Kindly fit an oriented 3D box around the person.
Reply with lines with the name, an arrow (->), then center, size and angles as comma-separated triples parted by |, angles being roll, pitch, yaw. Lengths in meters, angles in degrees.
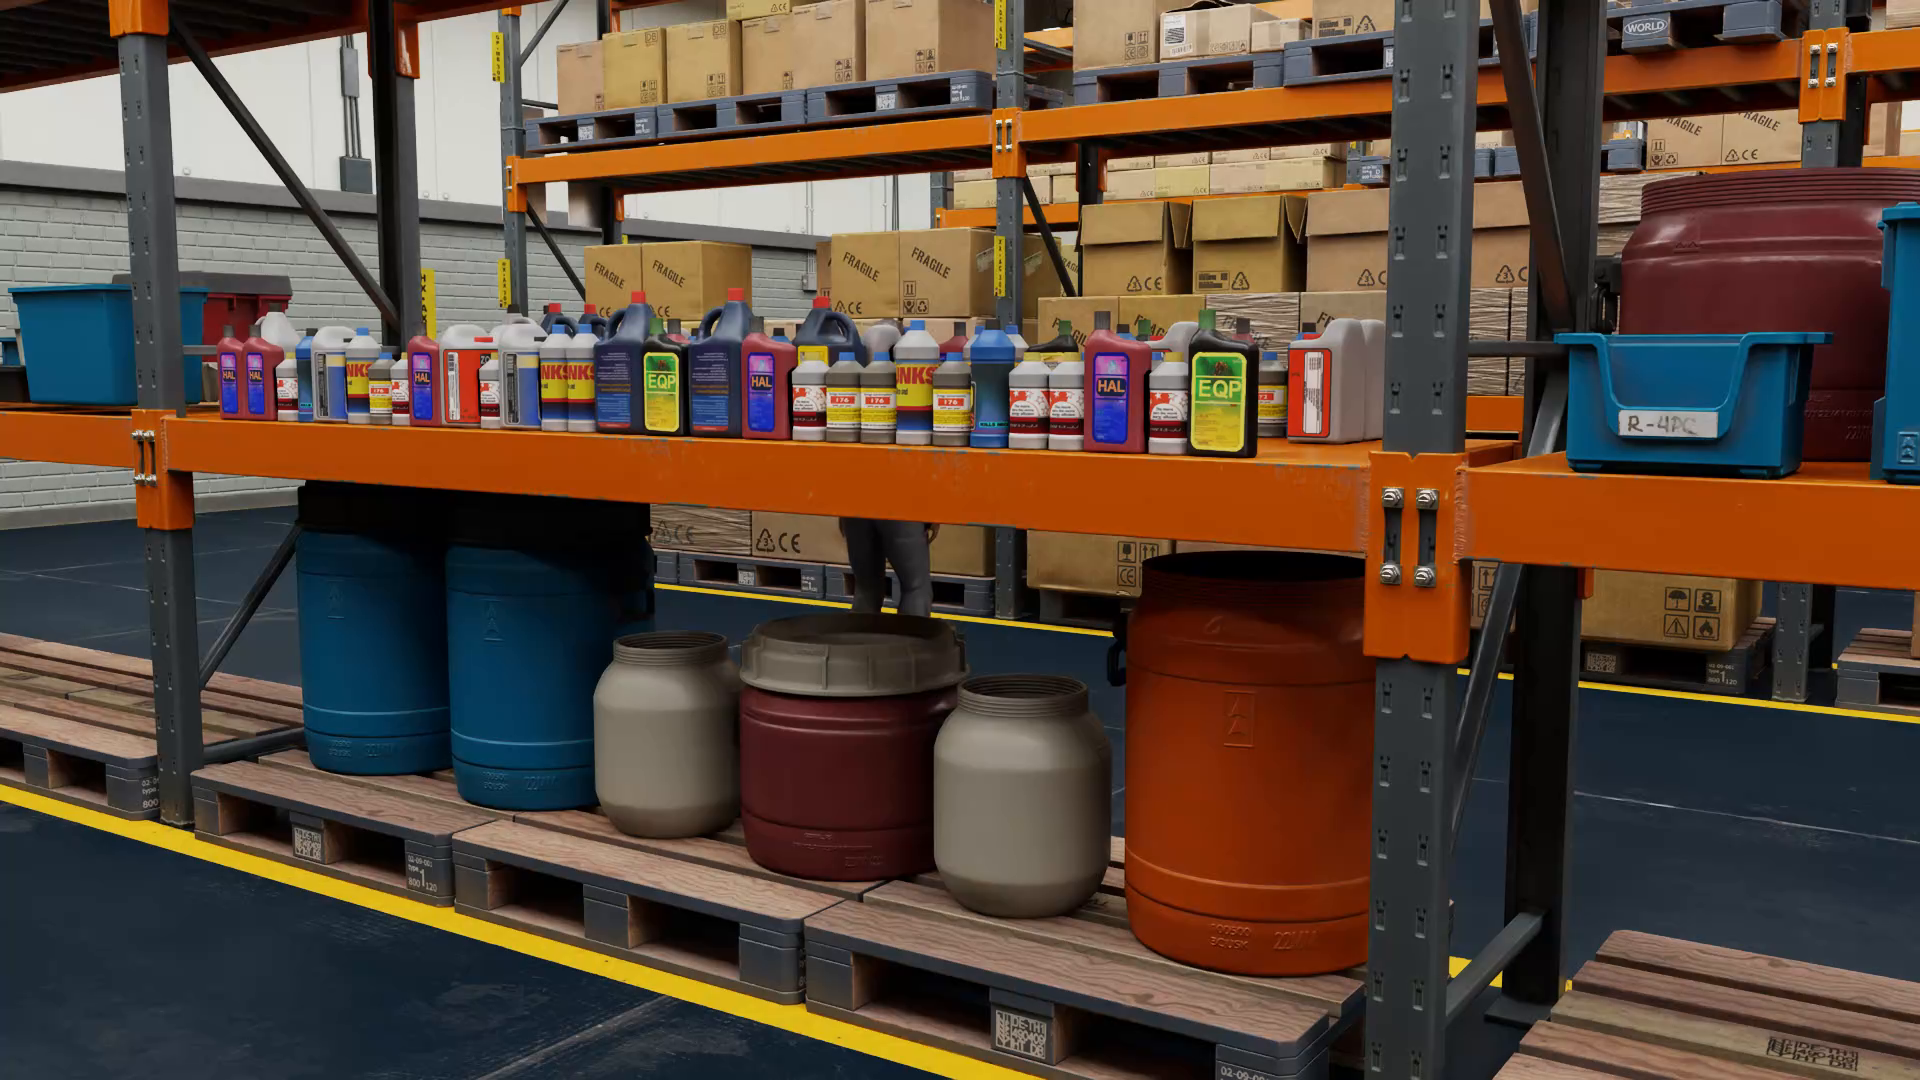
person -> -0.307, -0.129, 7.179 | 0.530, 1.654, 0.352 | 4, 7, 30
